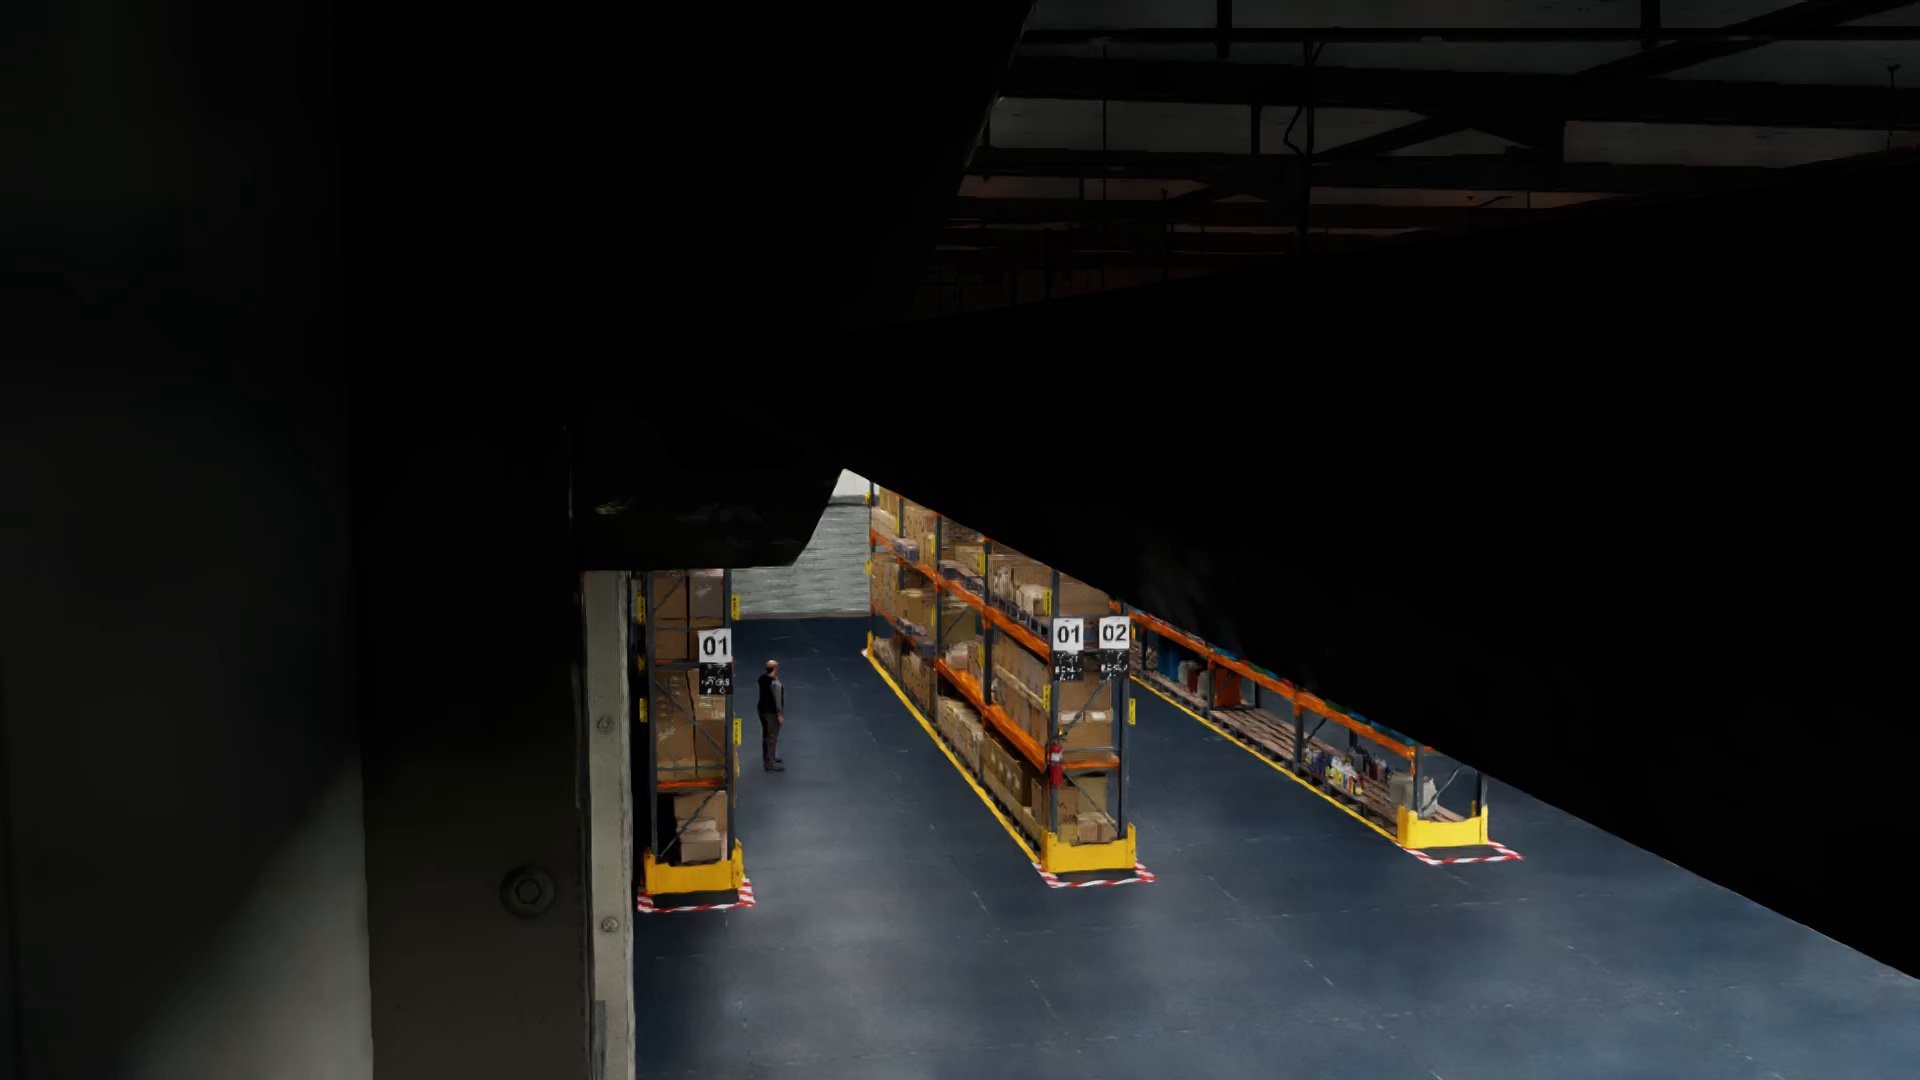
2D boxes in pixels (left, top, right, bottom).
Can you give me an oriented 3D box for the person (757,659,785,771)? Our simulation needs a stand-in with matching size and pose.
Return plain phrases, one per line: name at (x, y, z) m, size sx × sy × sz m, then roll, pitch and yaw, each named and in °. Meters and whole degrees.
person at (-2.932, 2.729, 26.147) m, size 0.463 × 1.731 × 0.598 m, roll -4°, pitch 7°, yaw -35°
